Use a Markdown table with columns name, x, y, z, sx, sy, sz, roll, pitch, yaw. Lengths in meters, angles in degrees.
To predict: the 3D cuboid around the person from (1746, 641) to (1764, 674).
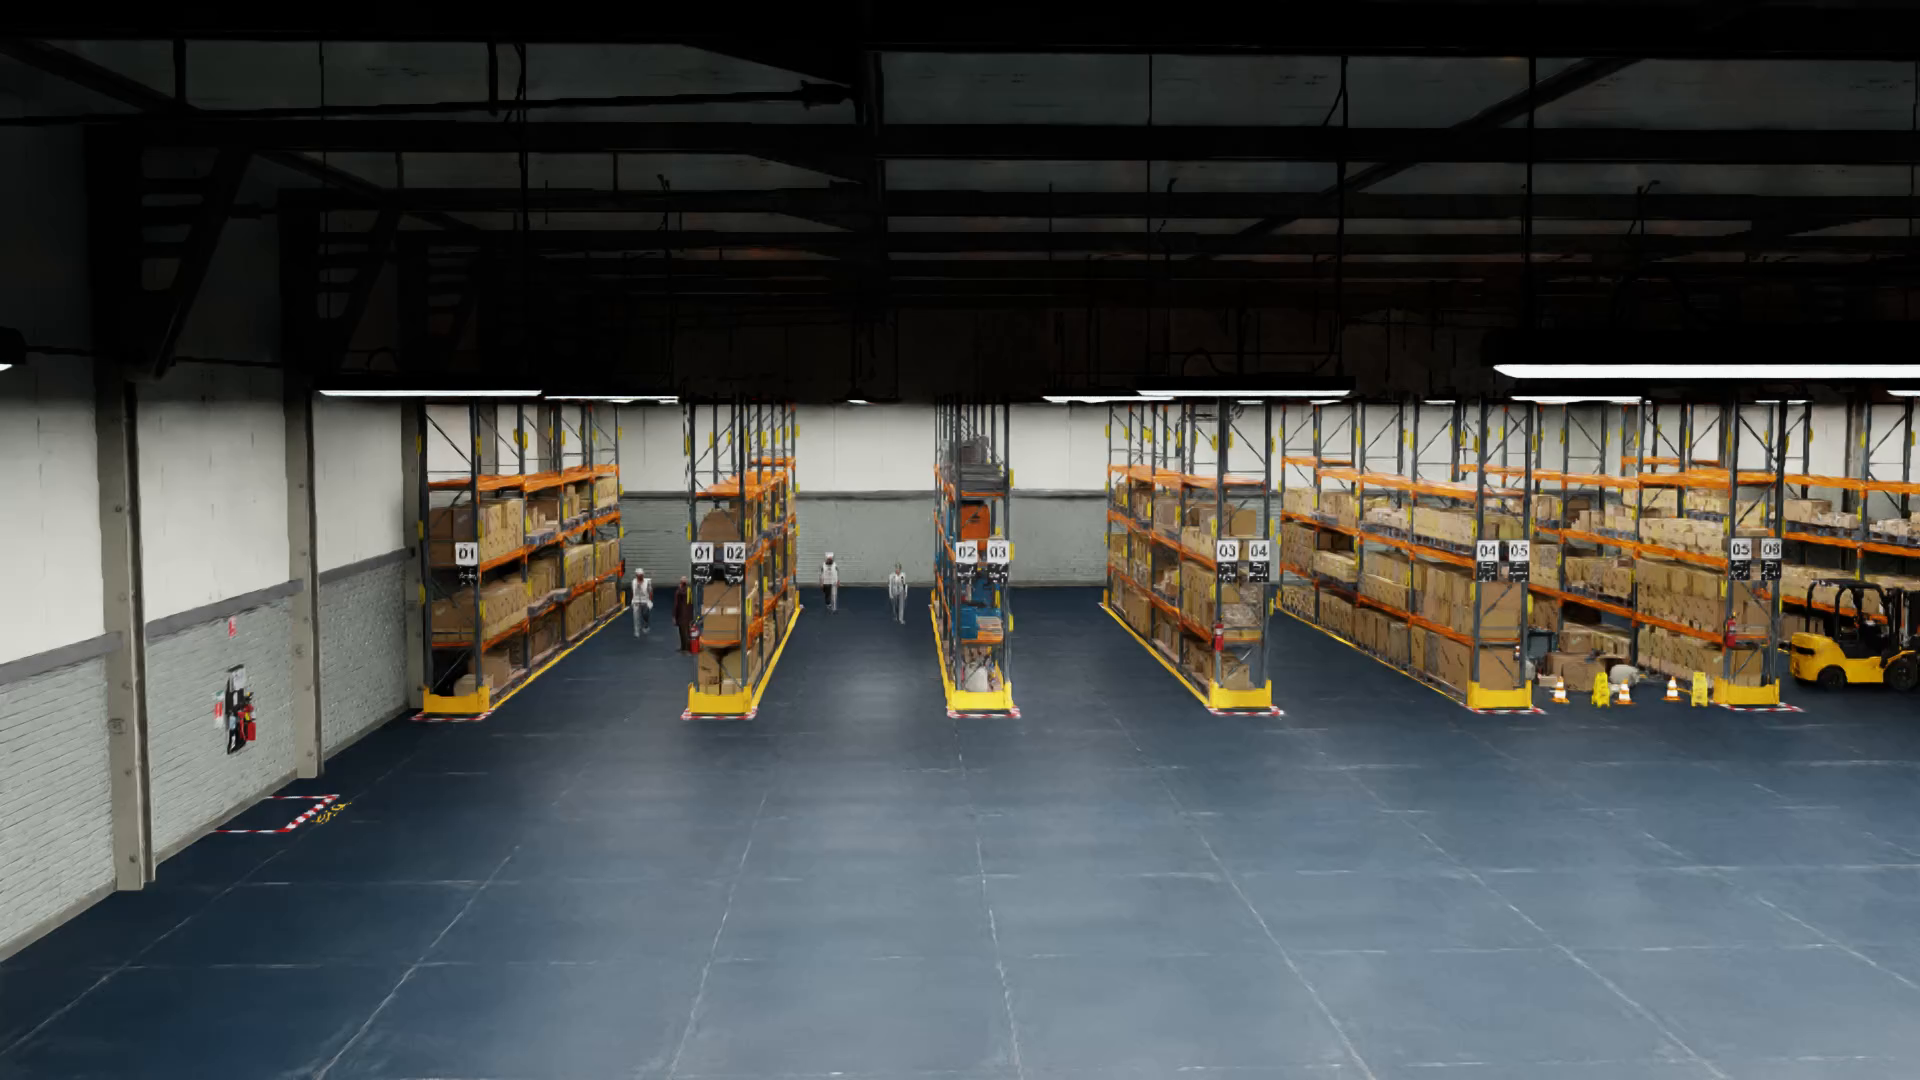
| name | x | y | z | sx | sy | sz | roll | pitch | yaw |
| --- | --- | --- | --- | --- | --- | --- | --- | --- | --- |
| person | 16.951 | 2.041 | 35.665 | 0.605 | 1.628 | 0.606 | 2 | 5 | 28 |

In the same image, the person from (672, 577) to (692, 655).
| name | x | y | z | sx | sy | sz | roll | pitch | yaw |
| --- | --- | --- | --- | --- | --- | --- | --- | --- | --- |
| person | -6.423 | 1.736 | 38.472 | 0.636 | 1.775 | 0.677 | 3 | 5 | 30 |

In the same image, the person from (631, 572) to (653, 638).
| name | x | y | z | sx | sy | sz | roll | pitch | yaw |
| --- | --- | --- | --- | --- | --- | --- | --- | --- | --- |
| person | -7.932 | 1.563 | 41.442 | 0.577 | 1.686 | 1.042 | 0 | 5 | -4 |

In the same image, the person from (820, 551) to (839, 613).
| name | x | y | z | sx | sy | sz | roll | pitch | yaw |
| --- | --- | --- | --- | --- | --- | --- | --- | --- | --- |
| person | -3.635 | 1.159 | 46.266 | 0.543 | 1.700 | 1.115 | 0 | 5 | 0 |

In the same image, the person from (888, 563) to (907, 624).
| name | x | y | z | sx | sy | sz | roll | pitch | yaw |
| --- | --- | --- | --- | --- | --- | --- | --- | --- | --- |
| person | -1.647 | 1.387 | 43.996 | 0.495 | 1.589 | 1.086 | 0 | 5 | 0 |
